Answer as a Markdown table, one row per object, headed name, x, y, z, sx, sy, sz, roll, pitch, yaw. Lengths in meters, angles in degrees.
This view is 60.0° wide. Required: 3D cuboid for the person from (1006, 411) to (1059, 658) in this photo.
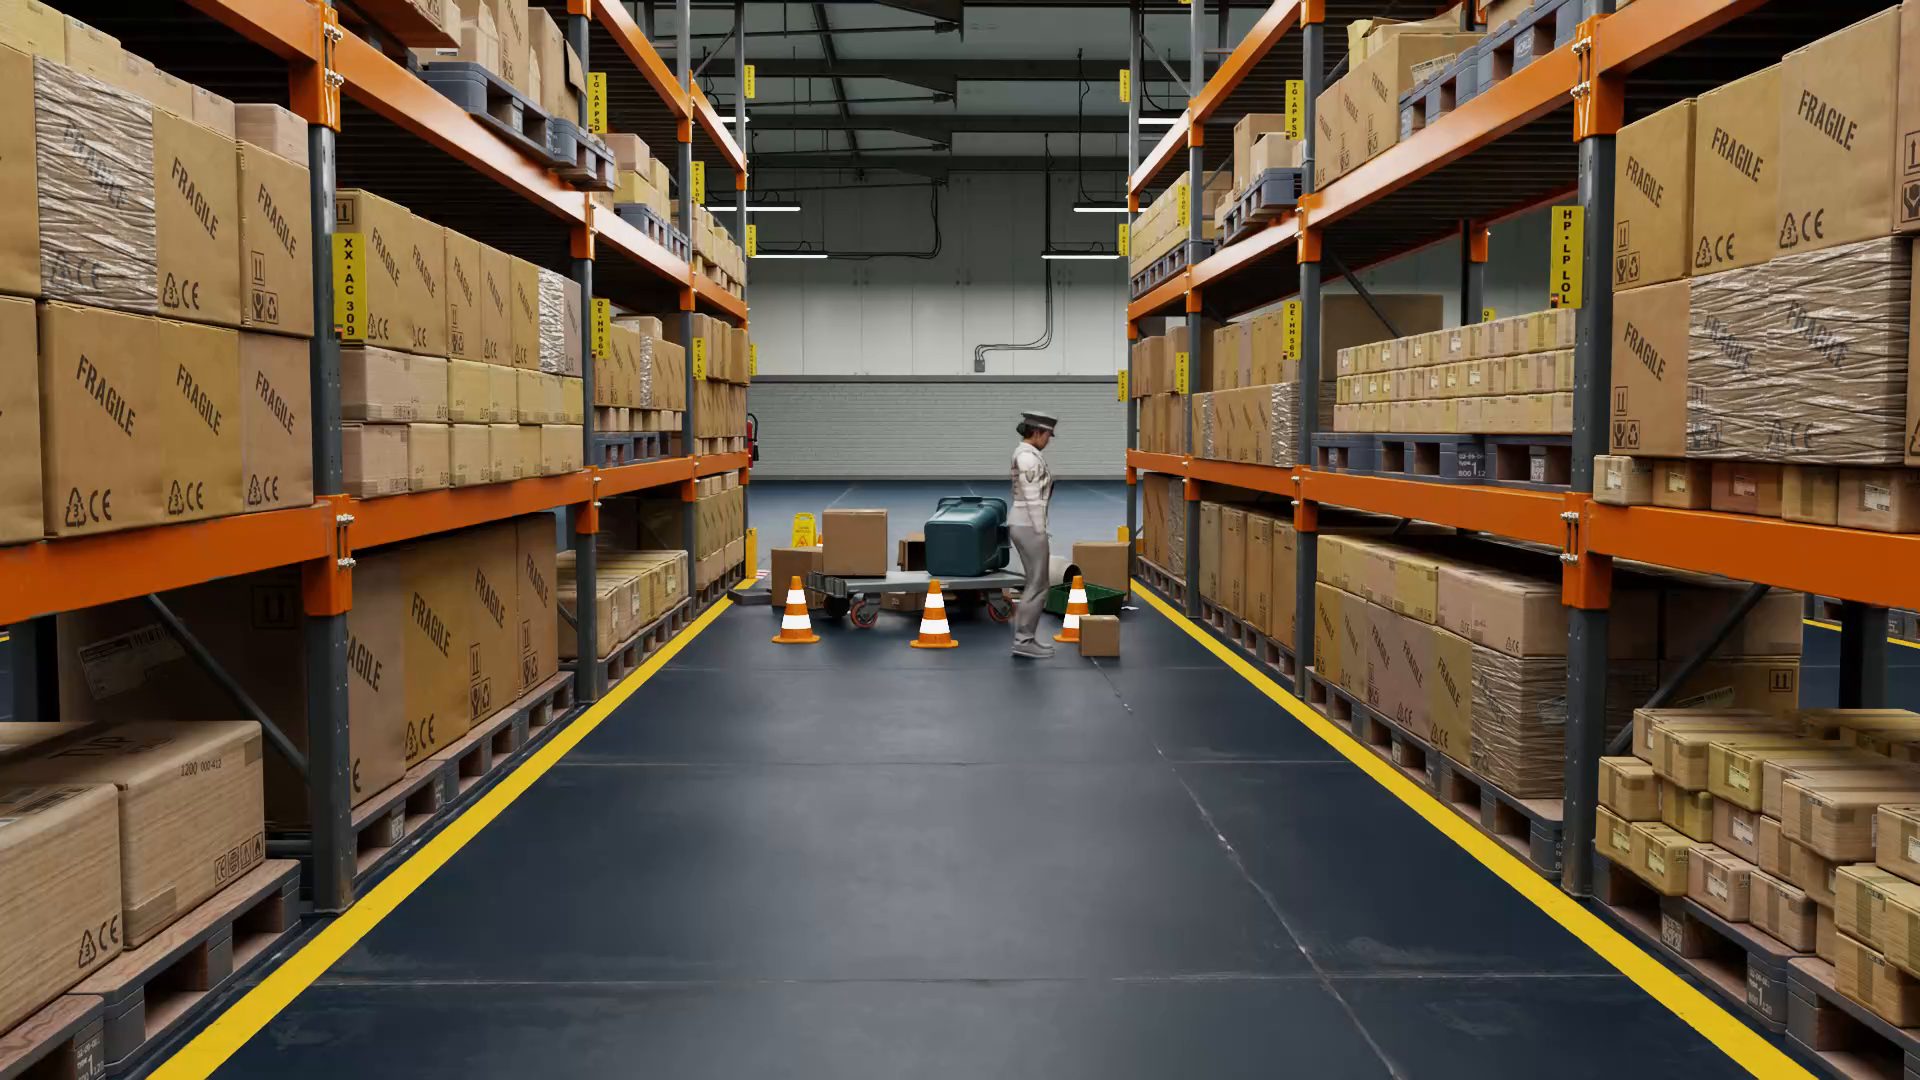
| name | x | y | z | sx | sy | sz | roll | pitch | yaw |
| --- | --- | --- | --- | --- | --- | --- | --- | --- | --- |
| person | 0.490 | -0.043 | 11.287 | 0.352 | 1.660 | 0.479 | 0 | 4 | 0 |
